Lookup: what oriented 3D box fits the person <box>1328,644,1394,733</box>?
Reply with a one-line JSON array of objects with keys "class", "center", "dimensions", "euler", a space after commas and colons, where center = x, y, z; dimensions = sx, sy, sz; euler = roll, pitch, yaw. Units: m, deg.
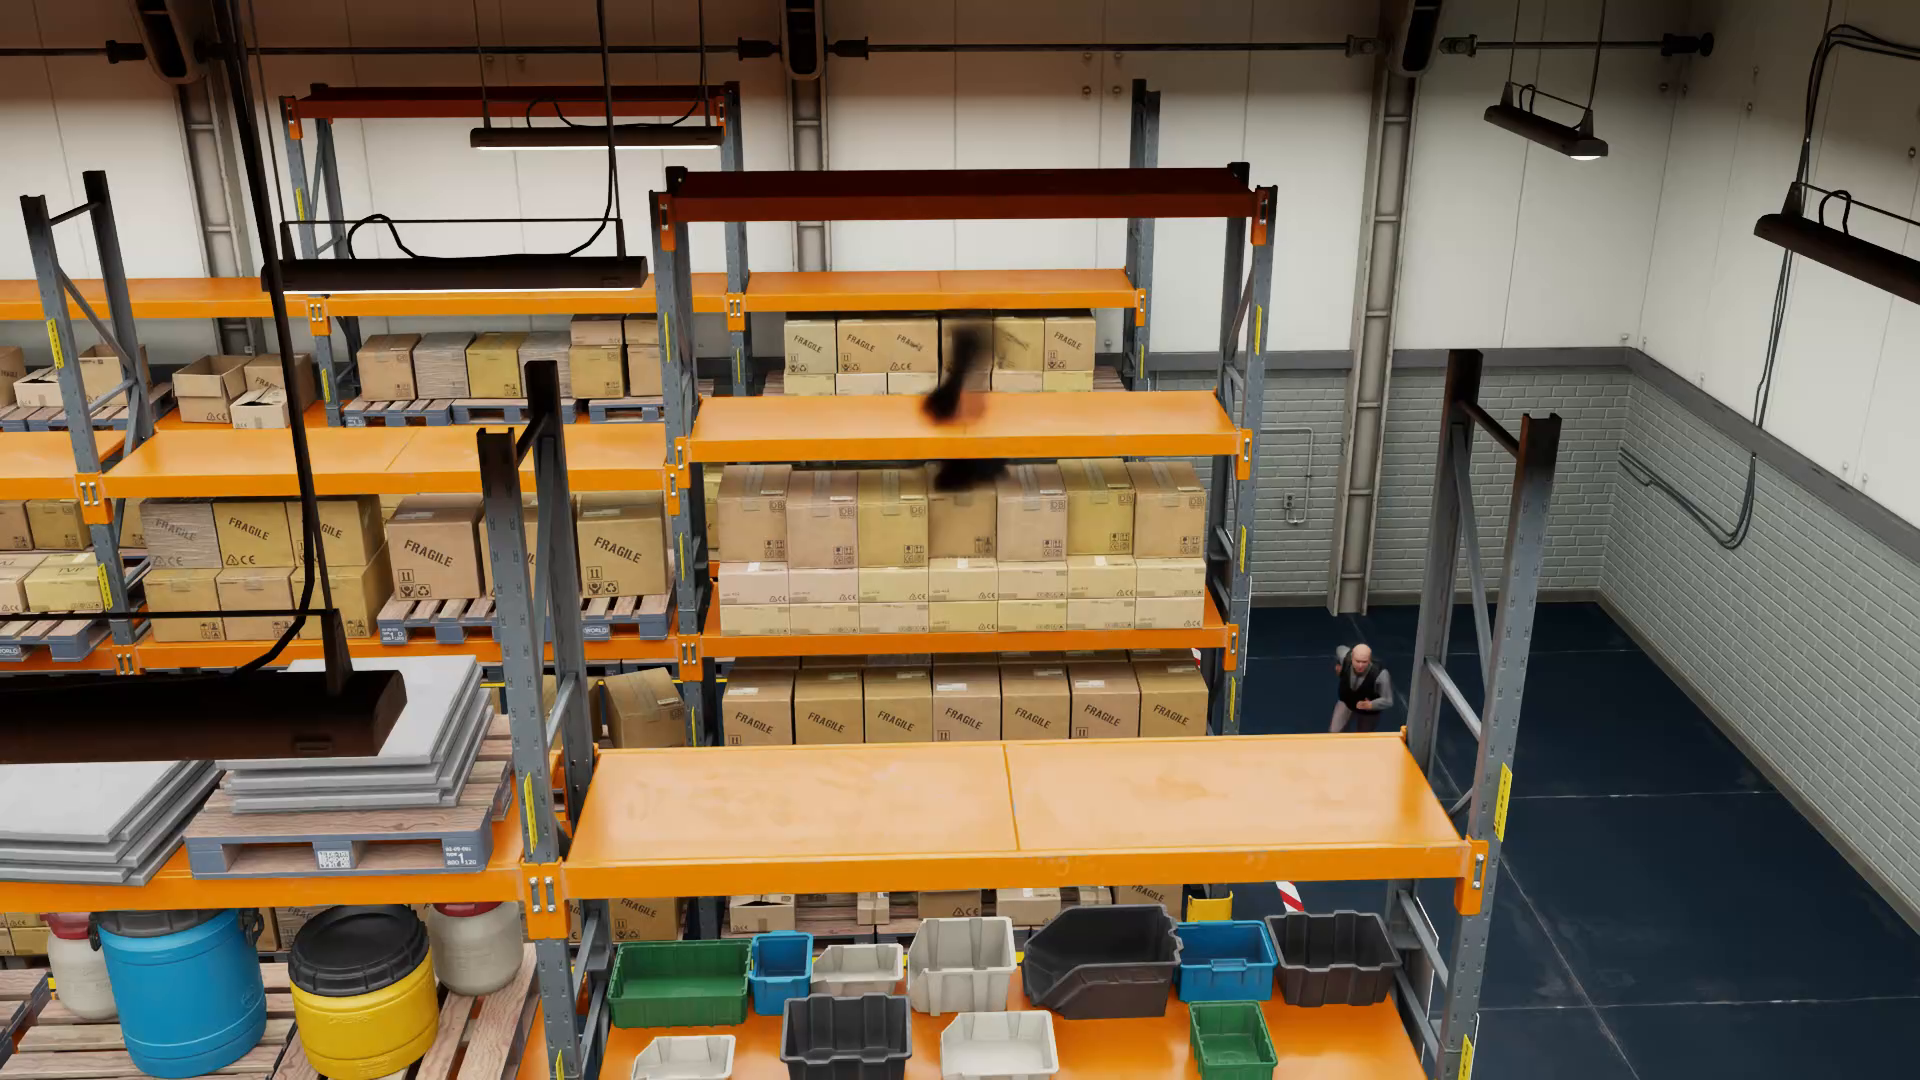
[{"class": "person", "center": [3.691, 1.534, 15.296], "dimensions": [0.679, 1.532, 1.104], "euler": [12, 25, 27]}]
